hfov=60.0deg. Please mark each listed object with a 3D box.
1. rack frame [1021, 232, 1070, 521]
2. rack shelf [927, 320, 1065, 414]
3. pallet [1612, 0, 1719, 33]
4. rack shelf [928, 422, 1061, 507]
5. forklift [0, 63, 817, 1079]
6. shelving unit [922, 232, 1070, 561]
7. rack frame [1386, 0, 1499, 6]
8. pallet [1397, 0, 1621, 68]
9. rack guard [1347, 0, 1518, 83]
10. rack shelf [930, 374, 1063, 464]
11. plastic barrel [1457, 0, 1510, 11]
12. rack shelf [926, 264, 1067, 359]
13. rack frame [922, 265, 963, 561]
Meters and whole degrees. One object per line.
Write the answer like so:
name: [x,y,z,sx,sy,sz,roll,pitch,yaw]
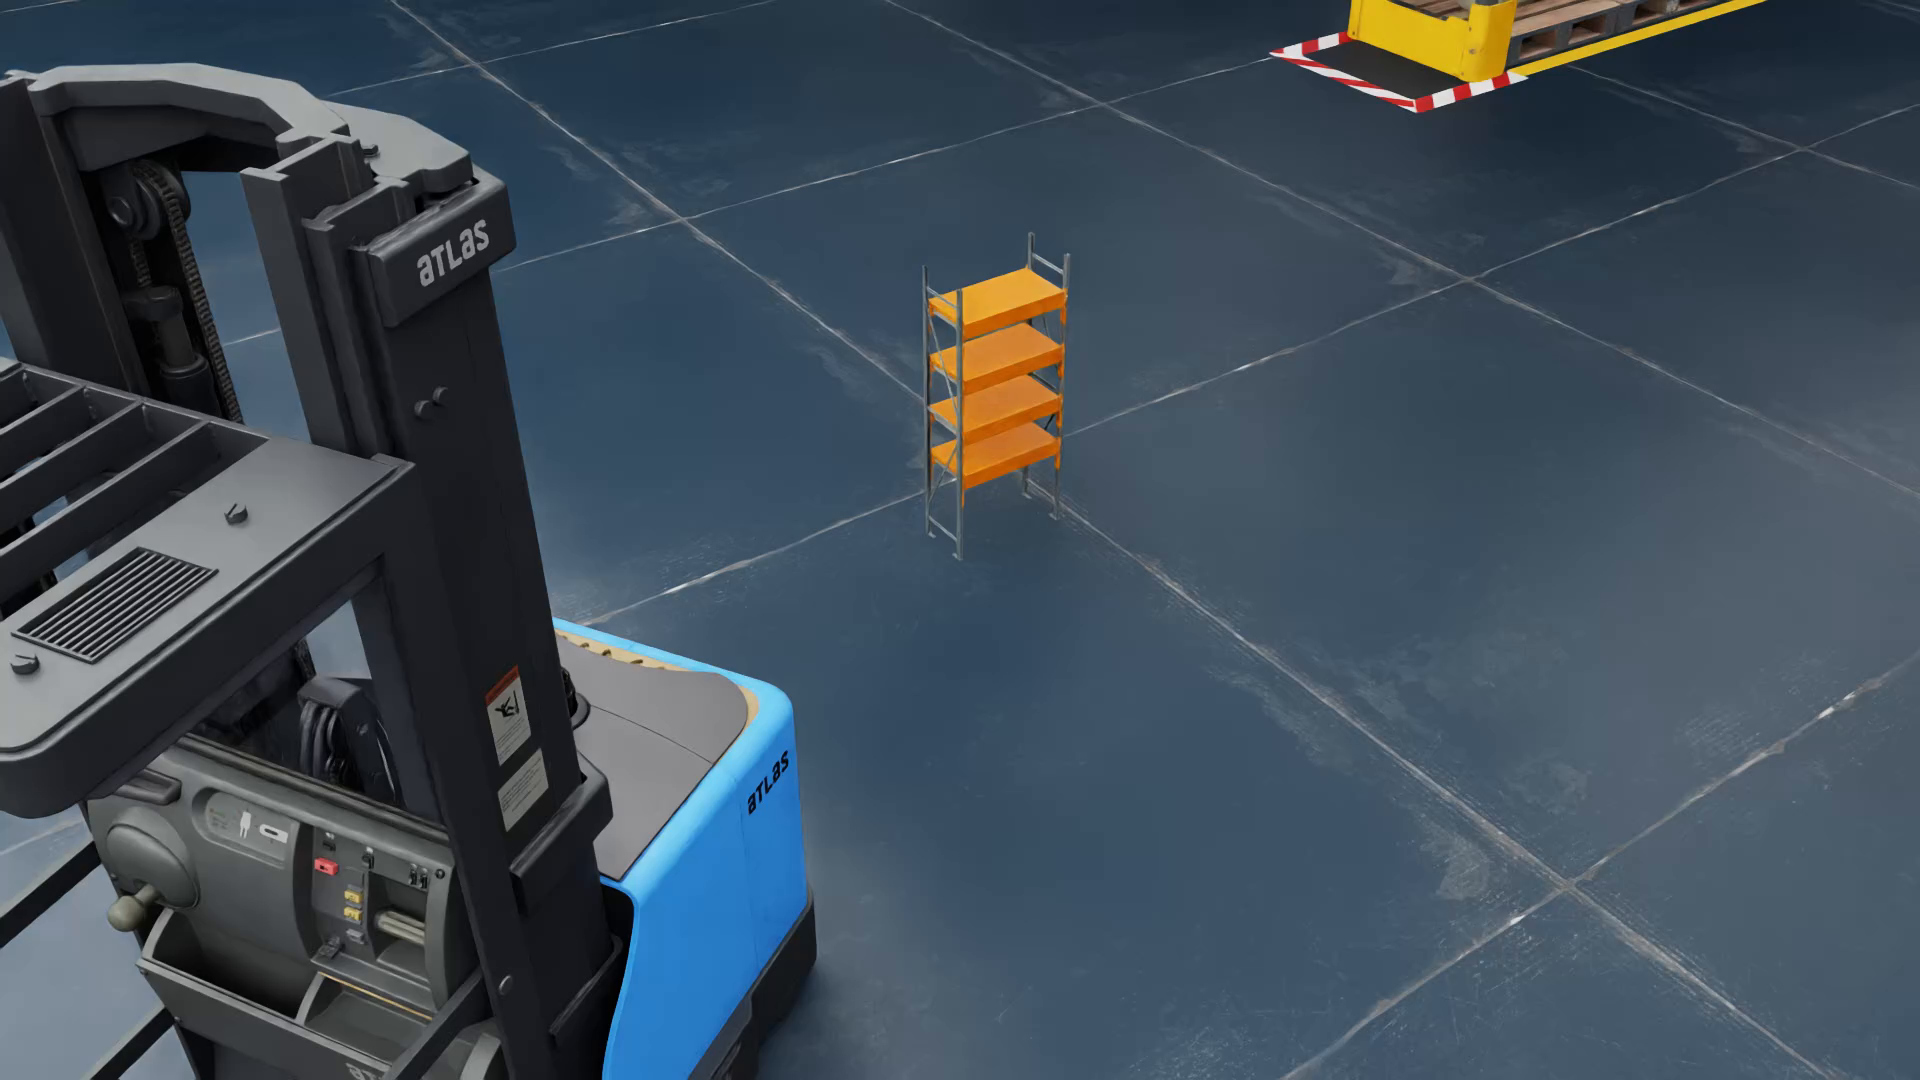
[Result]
rack frame: [0.335,-0.625,6.591,0.015,1.200,0.240,-22,41,-28]
rack shelf: [0.135,-0.670,6.386,0.480,0.148,0.258,-22,41,-28]
pallet: [4.833,-4.093,12.260,1.213,0.211,1.003,-22,41,-28]
rack shelf: [0.135,-0.327,6.632,0.480,0.148,0.258,-22,41,-28]
forklift: [-1.488,0.744,3.206,1.130,2.935,3.031,15,38,19]
shelving unit: [0.135,-0.543,6.477,0.503,1.200,0.258,-22,41,-28]
rack frame: [3.134,-4.498,10.436,0.127,3.000,1.000,-22,41,-28]
pallet: [3.836,-3.685,11.693,1.213,0.211,1.003,-22,41,-28]
rack guard: [3.169,-3.532,11.232,0.348,0.500,1.175,-22,41,-28]
rack shelf: [0.135,-0.488,6.516,0.480,0.148,0.258,-22,41,-28]
plastic barrel: [3.628,-3.917,11.398,0.421,0.512,0.421,0,36,0]
rack shelf: [0.135,-0.862,6.248,0.480,0.148,0.258,-22,41,-28]
rack frame: [-0.064,-0.461,6.363,0.015,1.200,0.240,-22,41,-28]
